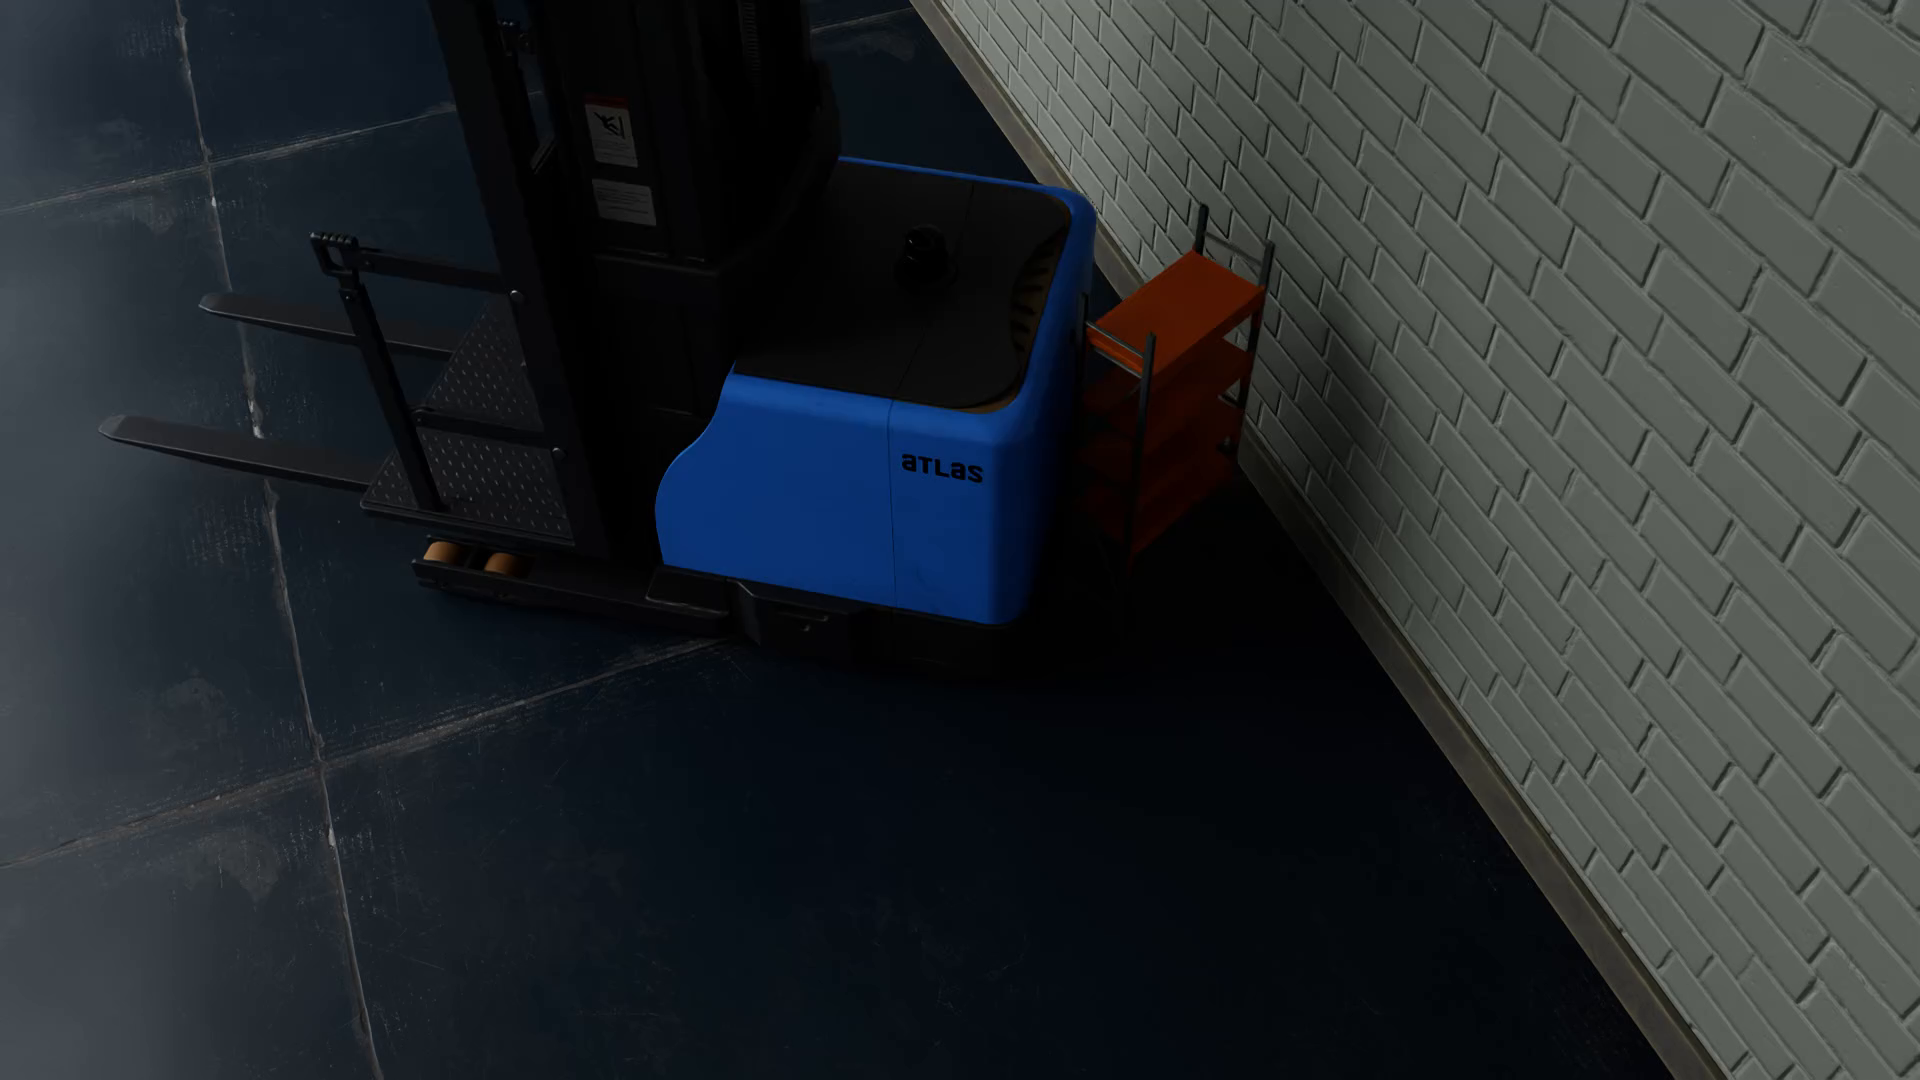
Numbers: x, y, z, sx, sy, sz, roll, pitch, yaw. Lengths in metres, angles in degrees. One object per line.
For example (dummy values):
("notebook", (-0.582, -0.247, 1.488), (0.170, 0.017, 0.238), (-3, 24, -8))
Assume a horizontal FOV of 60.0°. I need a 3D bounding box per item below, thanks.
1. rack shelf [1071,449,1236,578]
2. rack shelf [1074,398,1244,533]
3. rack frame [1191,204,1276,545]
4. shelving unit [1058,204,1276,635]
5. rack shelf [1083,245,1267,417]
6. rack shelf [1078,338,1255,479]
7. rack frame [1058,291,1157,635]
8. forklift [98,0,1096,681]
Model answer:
("rack shelf", (0.562, -0.133, 4.924), (0.258, 0.148, 0.480), (36, 58, 27))
("rack shelf", (0.562, -0.263, 4.773), (0.258, 0.148, 0.480), (36, 58, 27))
("rack frame", (0.731, -0.440, 4.837), (0.240, 1.200, 0.015), (36, 58, 27))
("shelving unit", (0.562, -0.307, 4.722), (0.258, 1.200, 0.503), (36, 58, 27))
("rack shelf", (0.562, -0.563, 4.424), (0.258, 0.148, 0.480), (36, 58, 27))
("rack shelf", (0.562, -0.409, 4.604), (0.258, 0.148, 0.480), (36, 58, 27))
("rack frame", (0.394, -0.173, 4.607), (0.240, 1.200, 0.015), (36, 58, 27))
("forklift", (-1.176, -1.138, 4.295), (3.031, 2.935, 1.130), (10, 50, 9))
